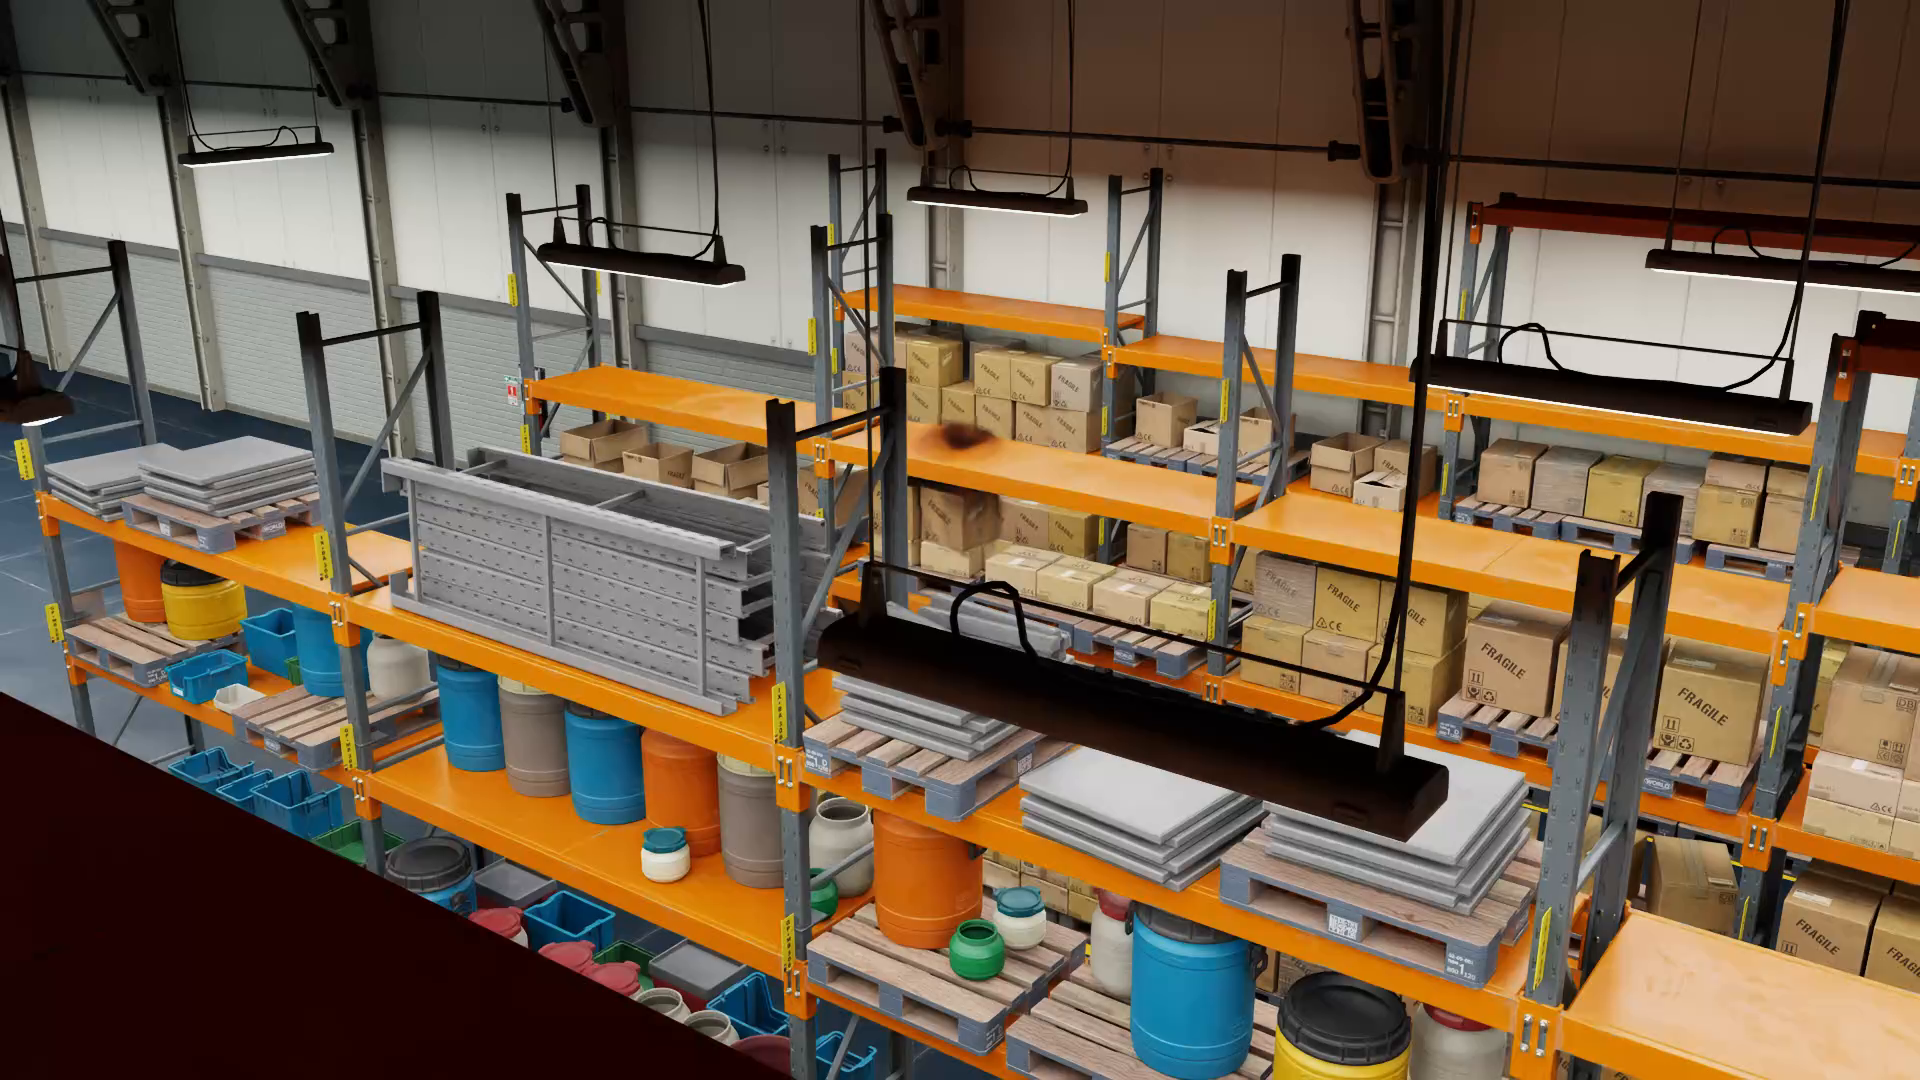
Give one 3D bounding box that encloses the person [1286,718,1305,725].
[{"bbox_3d":[3.018,2.329,15.622,1.014,1.609,0.463,15,24,38],"label":"person"}]
